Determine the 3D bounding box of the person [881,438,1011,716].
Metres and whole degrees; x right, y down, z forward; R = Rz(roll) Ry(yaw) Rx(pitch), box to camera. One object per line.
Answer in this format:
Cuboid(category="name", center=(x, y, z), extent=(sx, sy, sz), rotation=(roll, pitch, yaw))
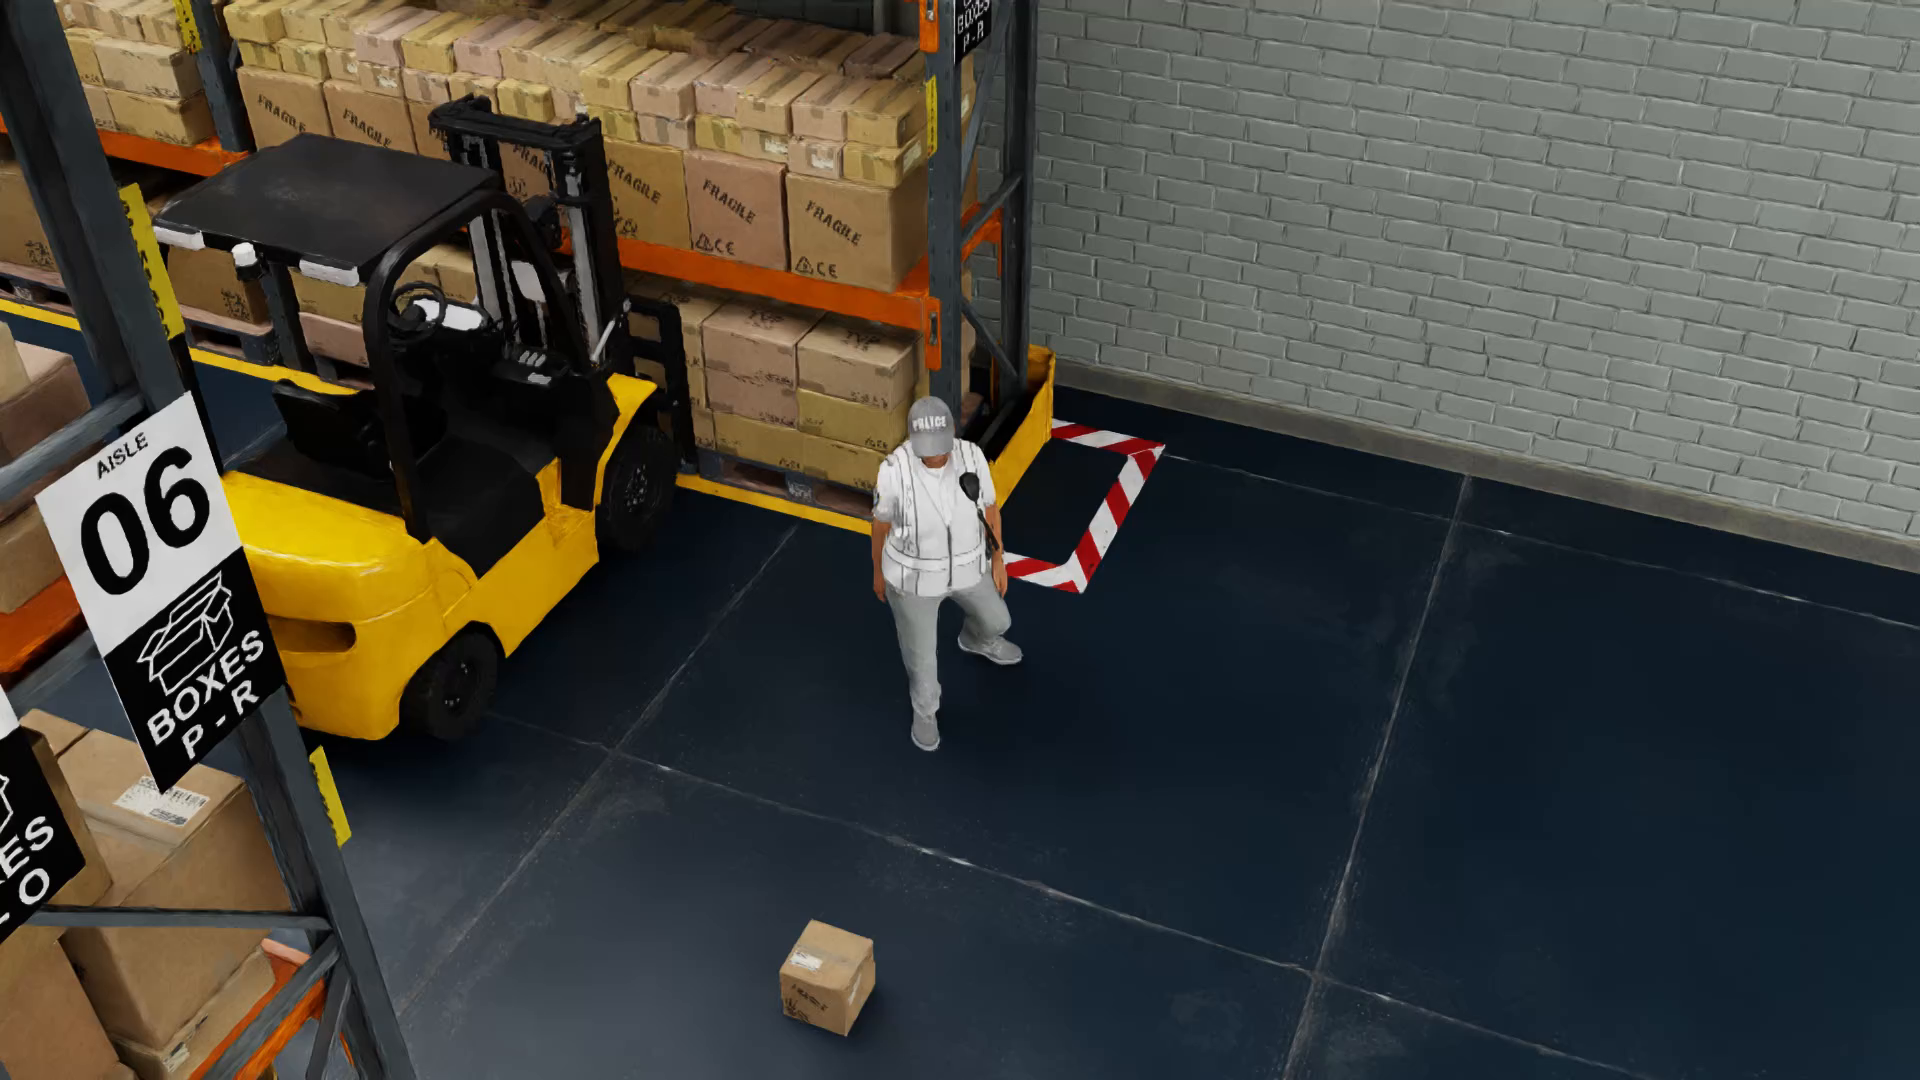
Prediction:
Cuboid(category="person", center=(-0.054, 0.141, 6.774), extent=(0.591, 1.355, 0.513), rotation=(-14, 40, -18))
